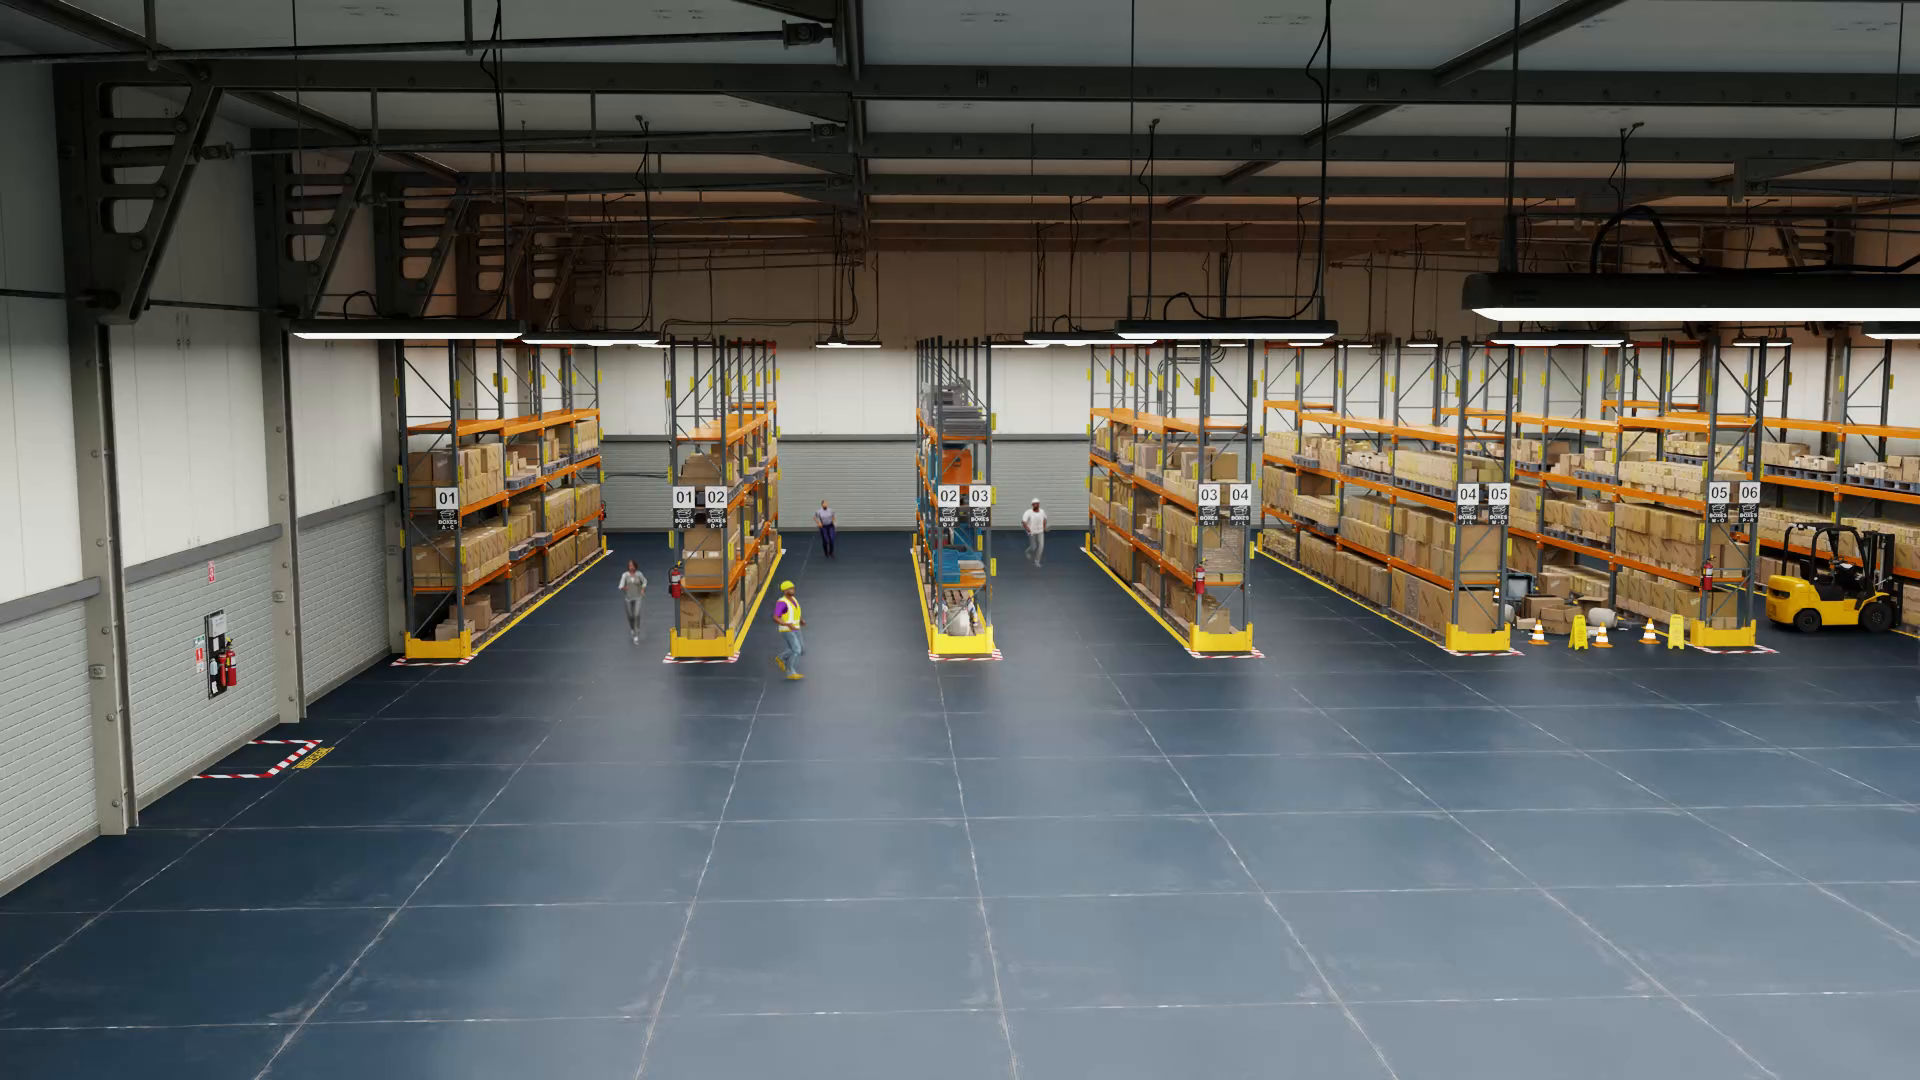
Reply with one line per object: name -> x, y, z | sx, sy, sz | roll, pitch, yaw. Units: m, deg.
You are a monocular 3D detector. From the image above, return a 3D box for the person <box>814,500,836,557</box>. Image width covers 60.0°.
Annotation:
person -> -3.709, -0.302, 46.122 | 0.615, 1.588, 0.572 | -2, 7, -18

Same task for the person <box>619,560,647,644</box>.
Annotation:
person -> -6.432, 1.194, 32.698 | 0.531, 1.607, 0.838 | -1, 7, -7

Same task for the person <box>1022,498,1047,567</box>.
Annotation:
person -> 1.914, -0.198, 42.142 | 0.699, 1.723, 0.758 | -2, 7, -18

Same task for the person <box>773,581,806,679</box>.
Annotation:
person -> -3.007, 1.570, 29.088 | 0.609, 1.717, 0.697 | 3, 7, 23
